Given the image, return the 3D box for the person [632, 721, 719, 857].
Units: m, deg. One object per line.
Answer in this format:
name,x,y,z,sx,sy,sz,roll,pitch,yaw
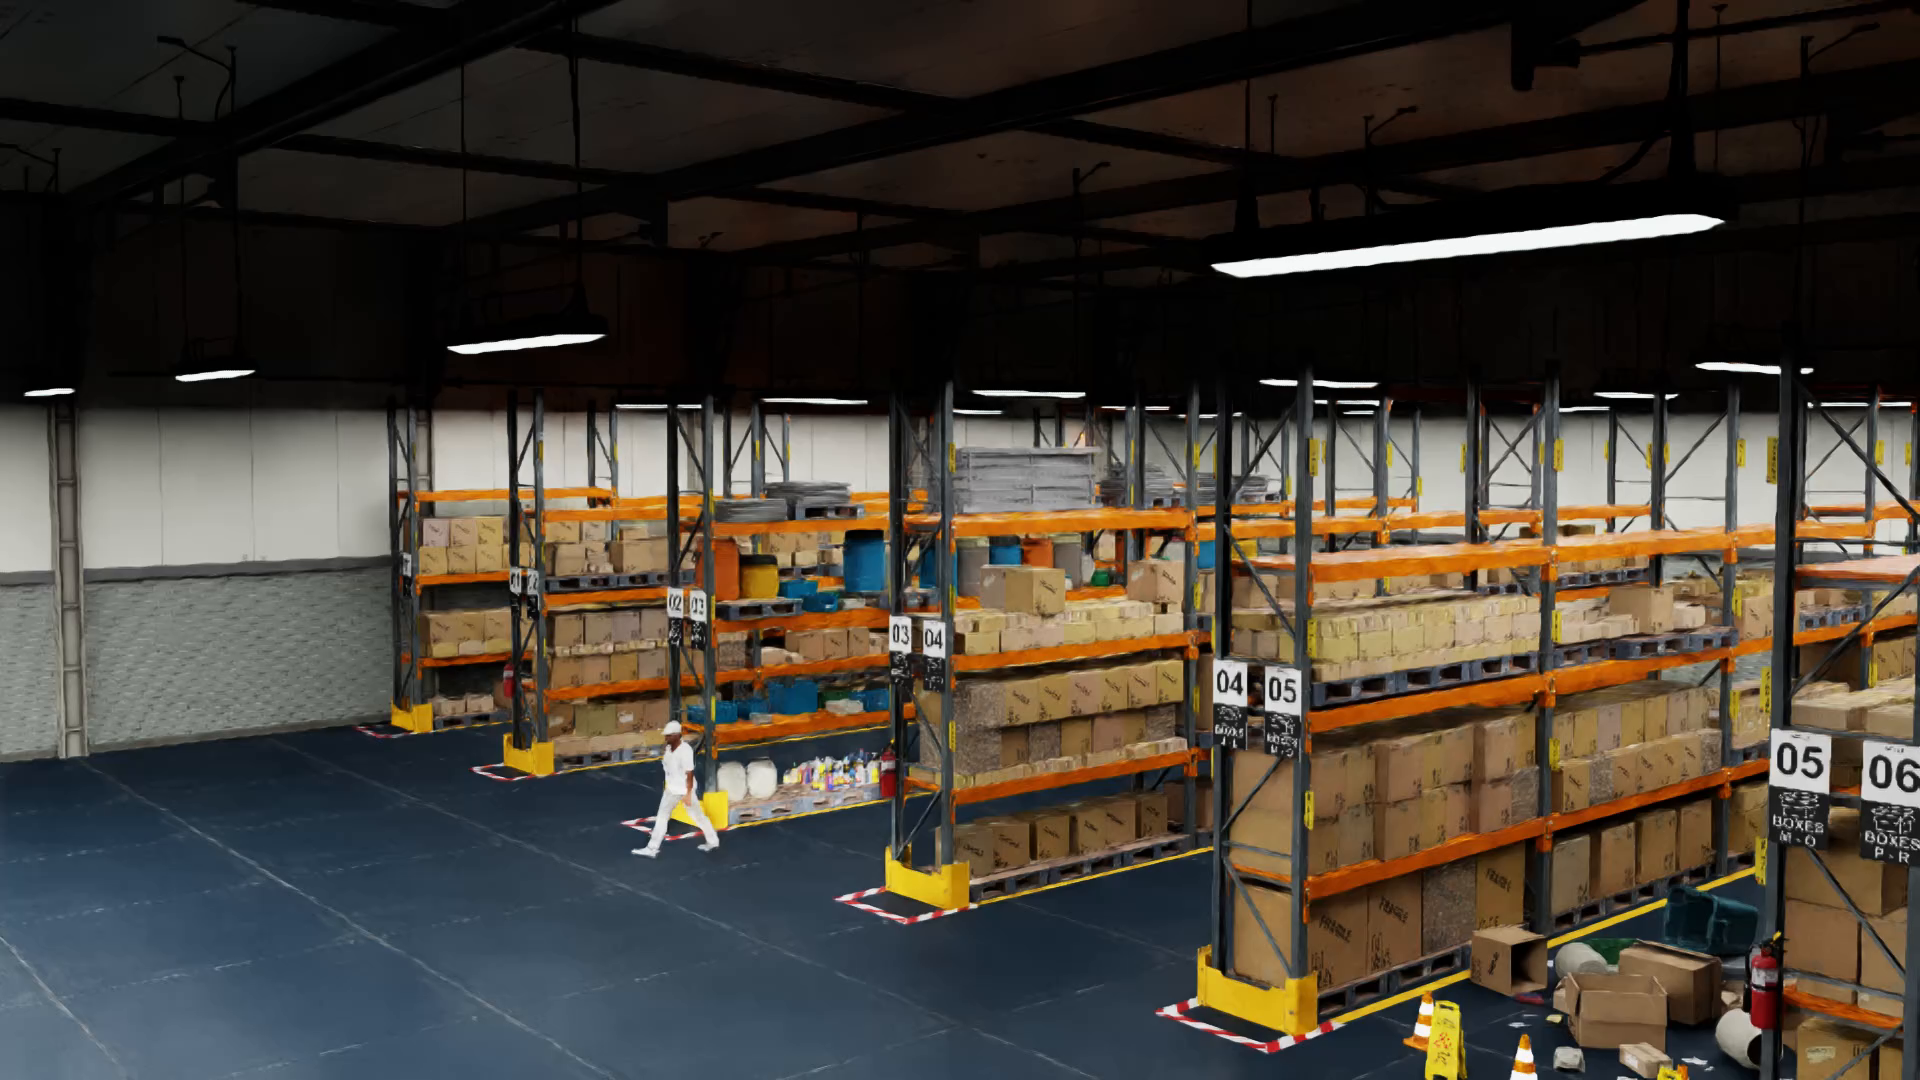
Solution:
person,-3.518,3.097,20.753,1.128,1.689,0.575,-3,5,-43
